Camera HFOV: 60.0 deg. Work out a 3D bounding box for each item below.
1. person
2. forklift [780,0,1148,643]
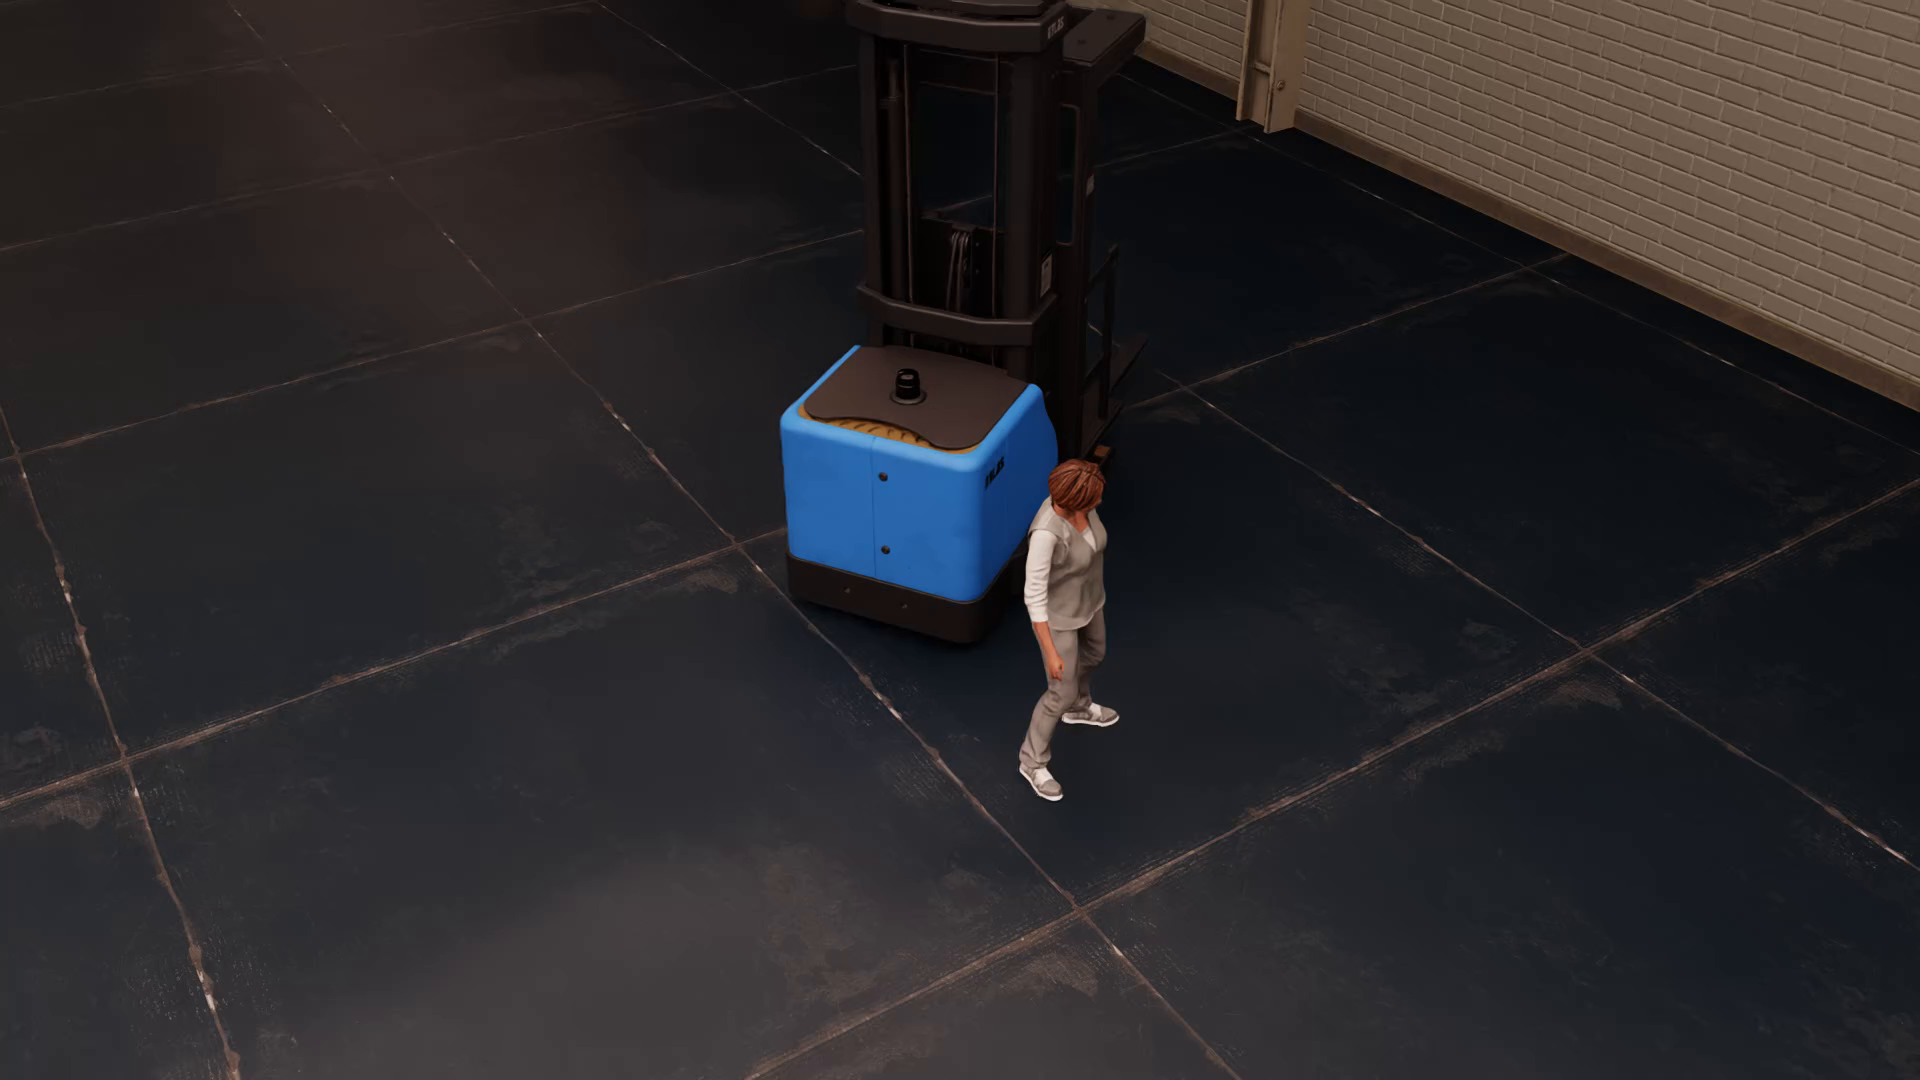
[{"bbox_3d":[0.443,0.306,6.903,0.314,1.571,0.696,18,39,23],"label":"person"},{"bbox_3d":[0.214,-1.547,8.350,1.130,2.935,3.031,14,38,20],"label":"forklift"}]
